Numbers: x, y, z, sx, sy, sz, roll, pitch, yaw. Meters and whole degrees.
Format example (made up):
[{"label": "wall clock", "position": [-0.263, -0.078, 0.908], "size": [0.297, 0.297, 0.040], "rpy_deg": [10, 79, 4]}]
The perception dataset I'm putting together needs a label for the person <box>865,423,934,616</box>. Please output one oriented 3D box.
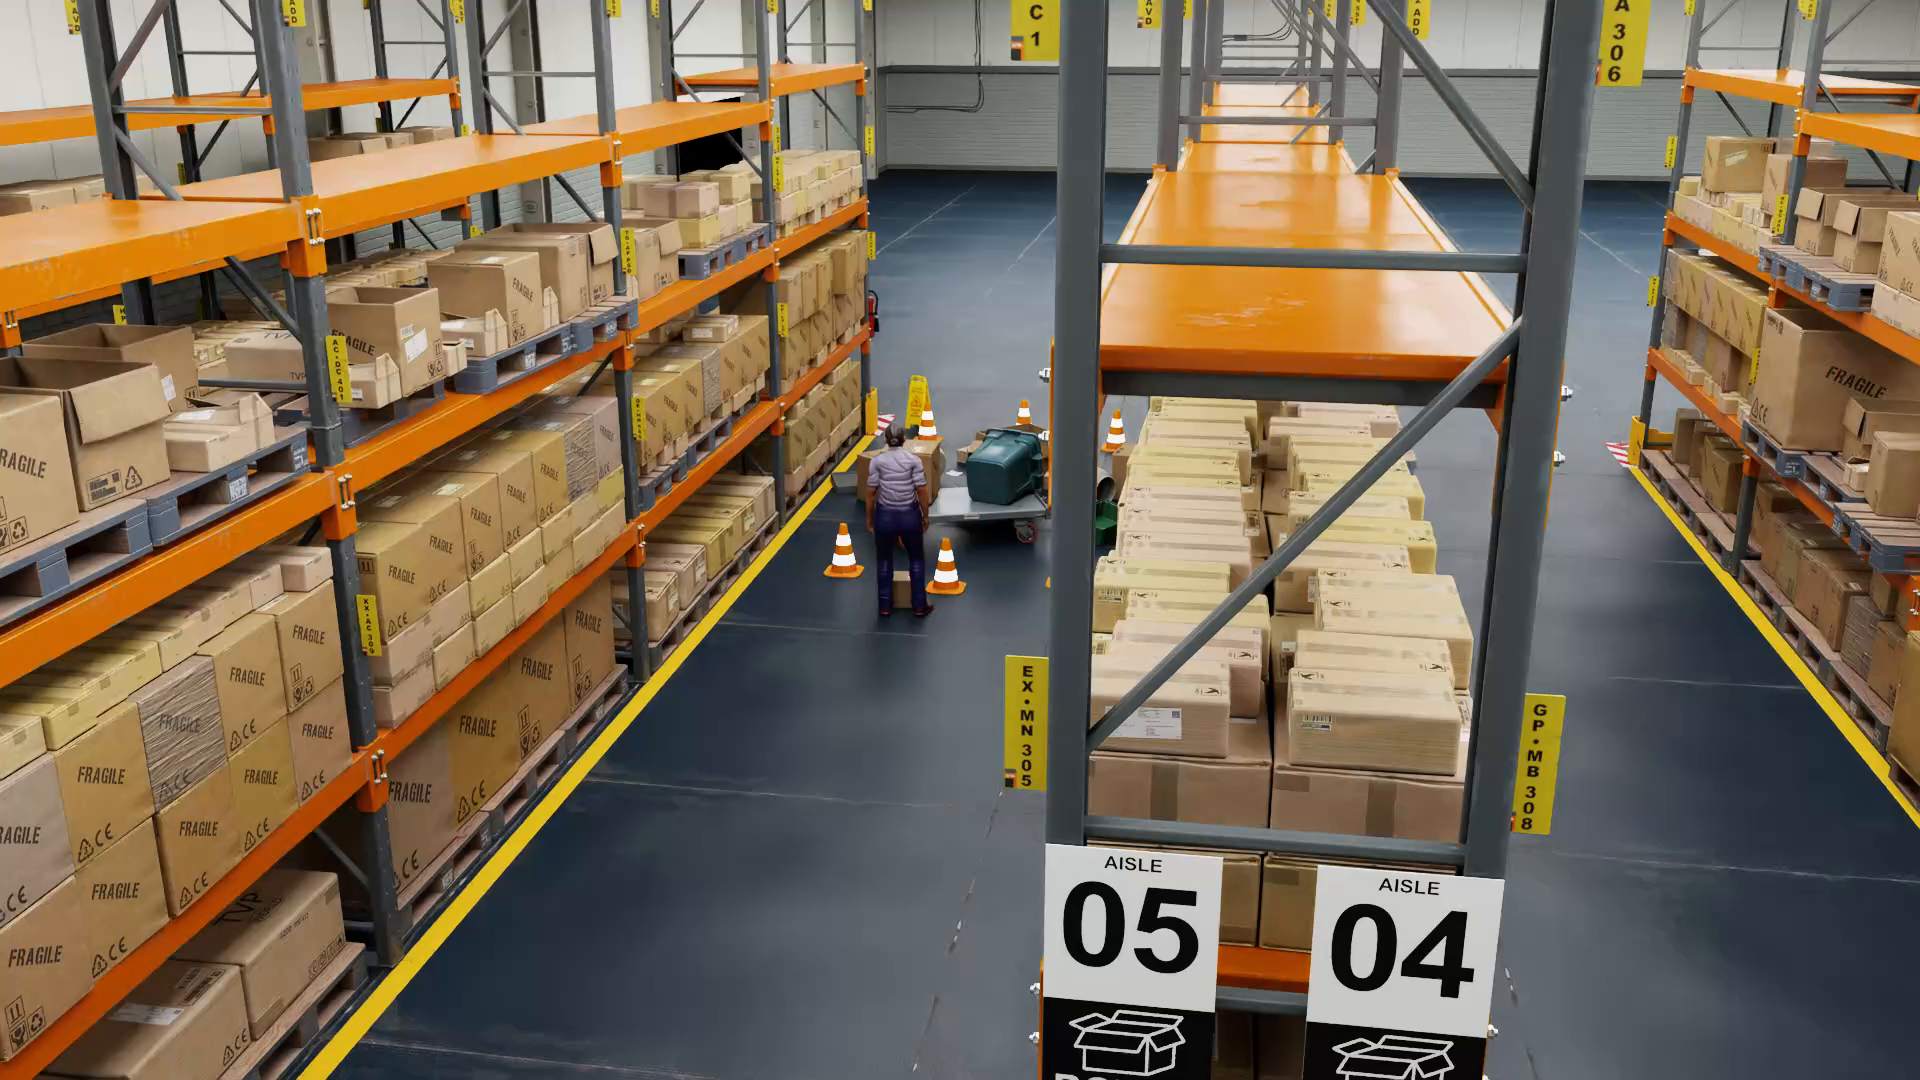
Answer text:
[{"label": "person", "position": [-0.510, -0.170, 14.023], "size": [0.563, 1.653, 0.335], "rpy_deg": [1, 18, 2]}]
